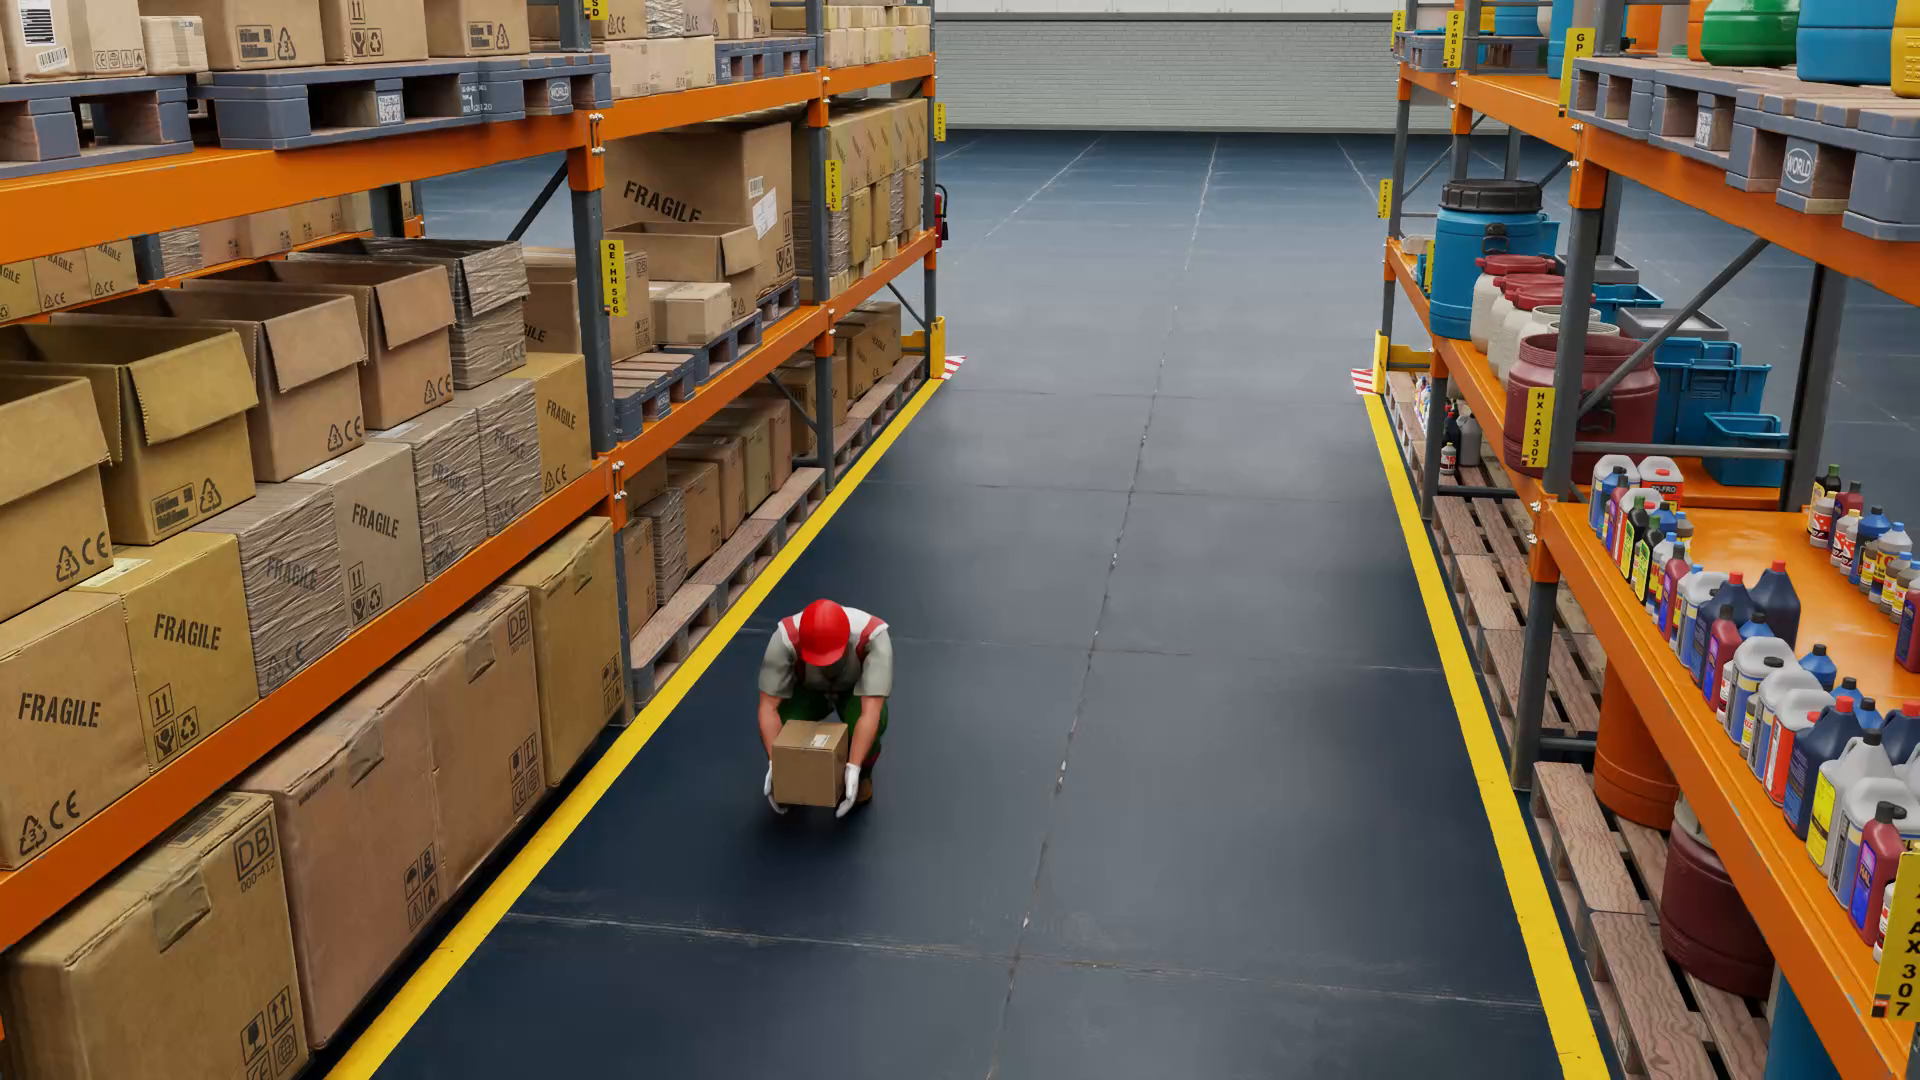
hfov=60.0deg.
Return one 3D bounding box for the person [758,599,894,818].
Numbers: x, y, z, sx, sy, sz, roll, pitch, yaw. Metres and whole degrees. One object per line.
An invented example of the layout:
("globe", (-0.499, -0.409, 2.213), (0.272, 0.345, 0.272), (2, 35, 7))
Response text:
("person", (-0.534, 0.628, 6.865), (0.569, 0.993, 0.868), (3, 18, 9))
